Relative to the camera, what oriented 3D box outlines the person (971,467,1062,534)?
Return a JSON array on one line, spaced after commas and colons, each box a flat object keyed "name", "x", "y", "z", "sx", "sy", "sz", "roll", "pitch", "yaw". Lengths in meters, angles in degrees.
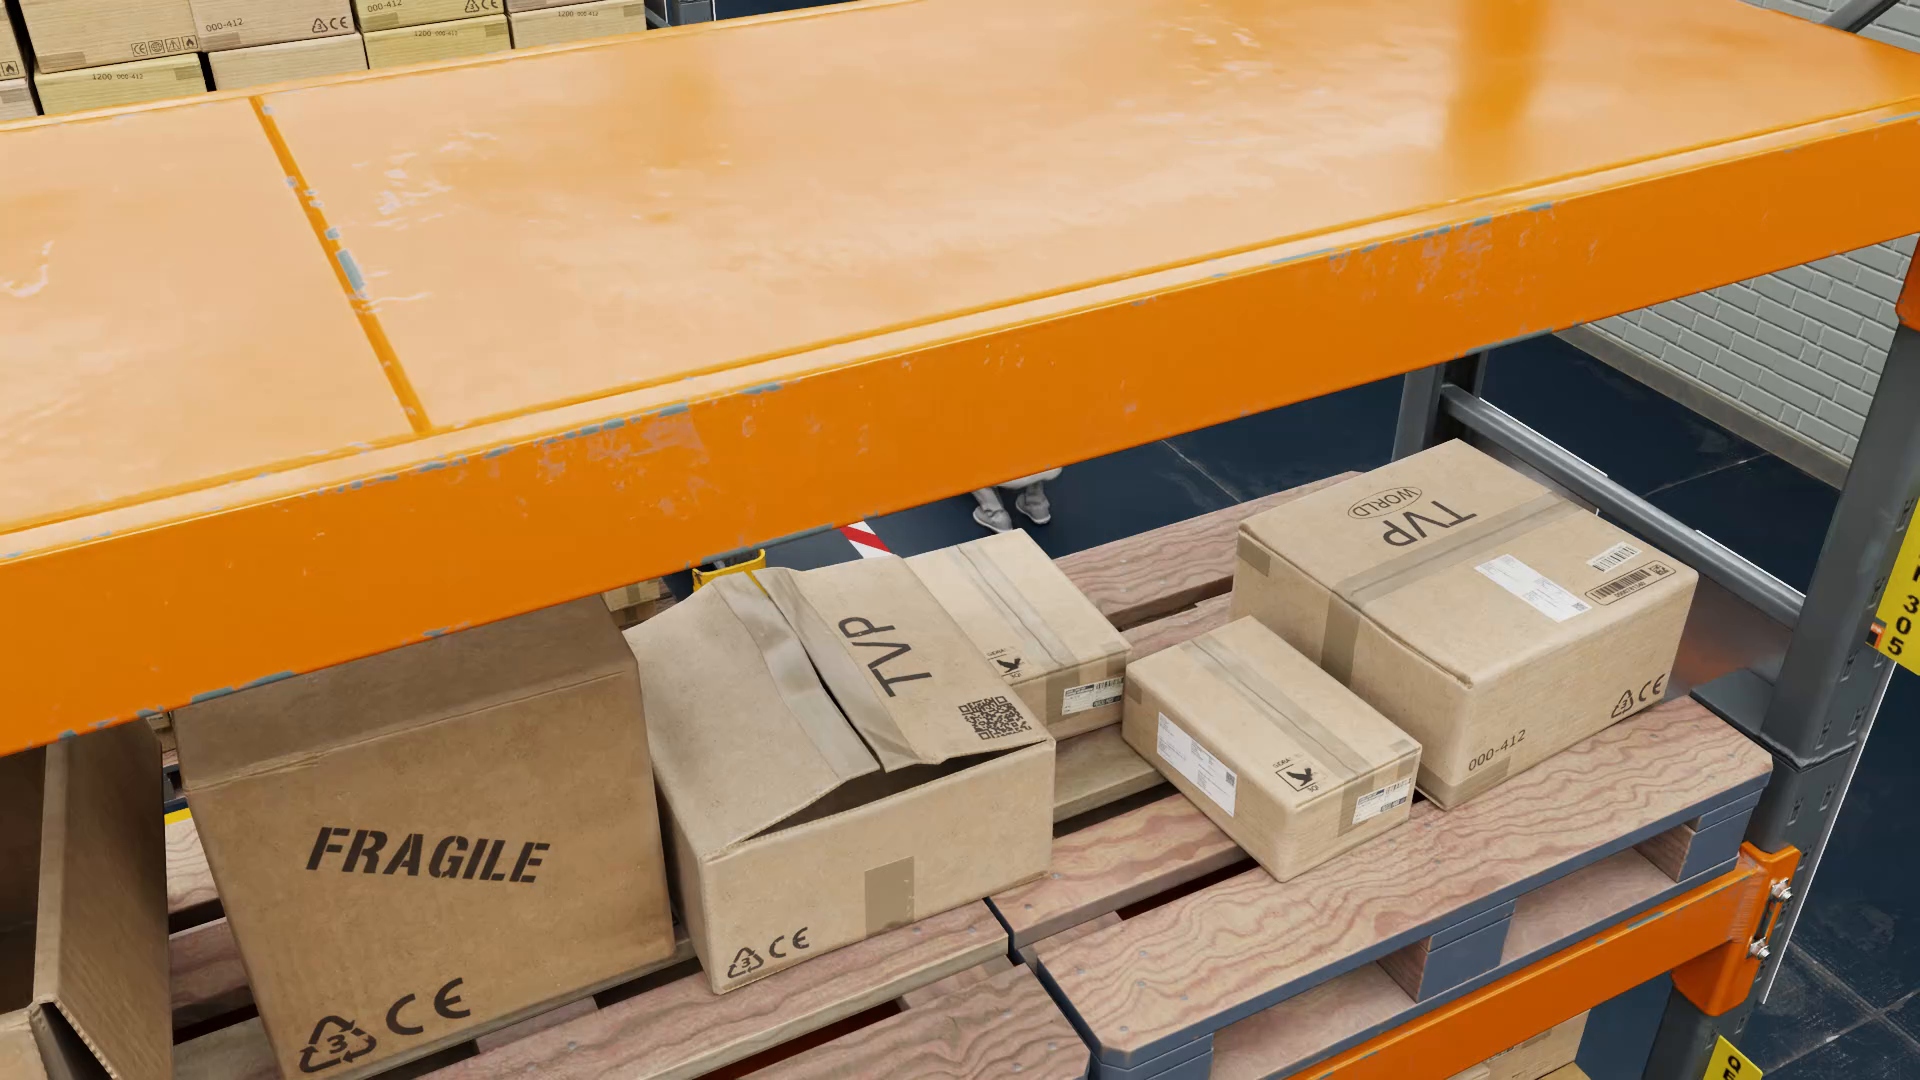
[{"name": "person", "x": 0.207, "y": -0.580, "z": 8.667, "sx": 0.470, "sy": 0.977, "sz": 0.832, "roll": -17, "pitch": 37, "yaw": -24}]
